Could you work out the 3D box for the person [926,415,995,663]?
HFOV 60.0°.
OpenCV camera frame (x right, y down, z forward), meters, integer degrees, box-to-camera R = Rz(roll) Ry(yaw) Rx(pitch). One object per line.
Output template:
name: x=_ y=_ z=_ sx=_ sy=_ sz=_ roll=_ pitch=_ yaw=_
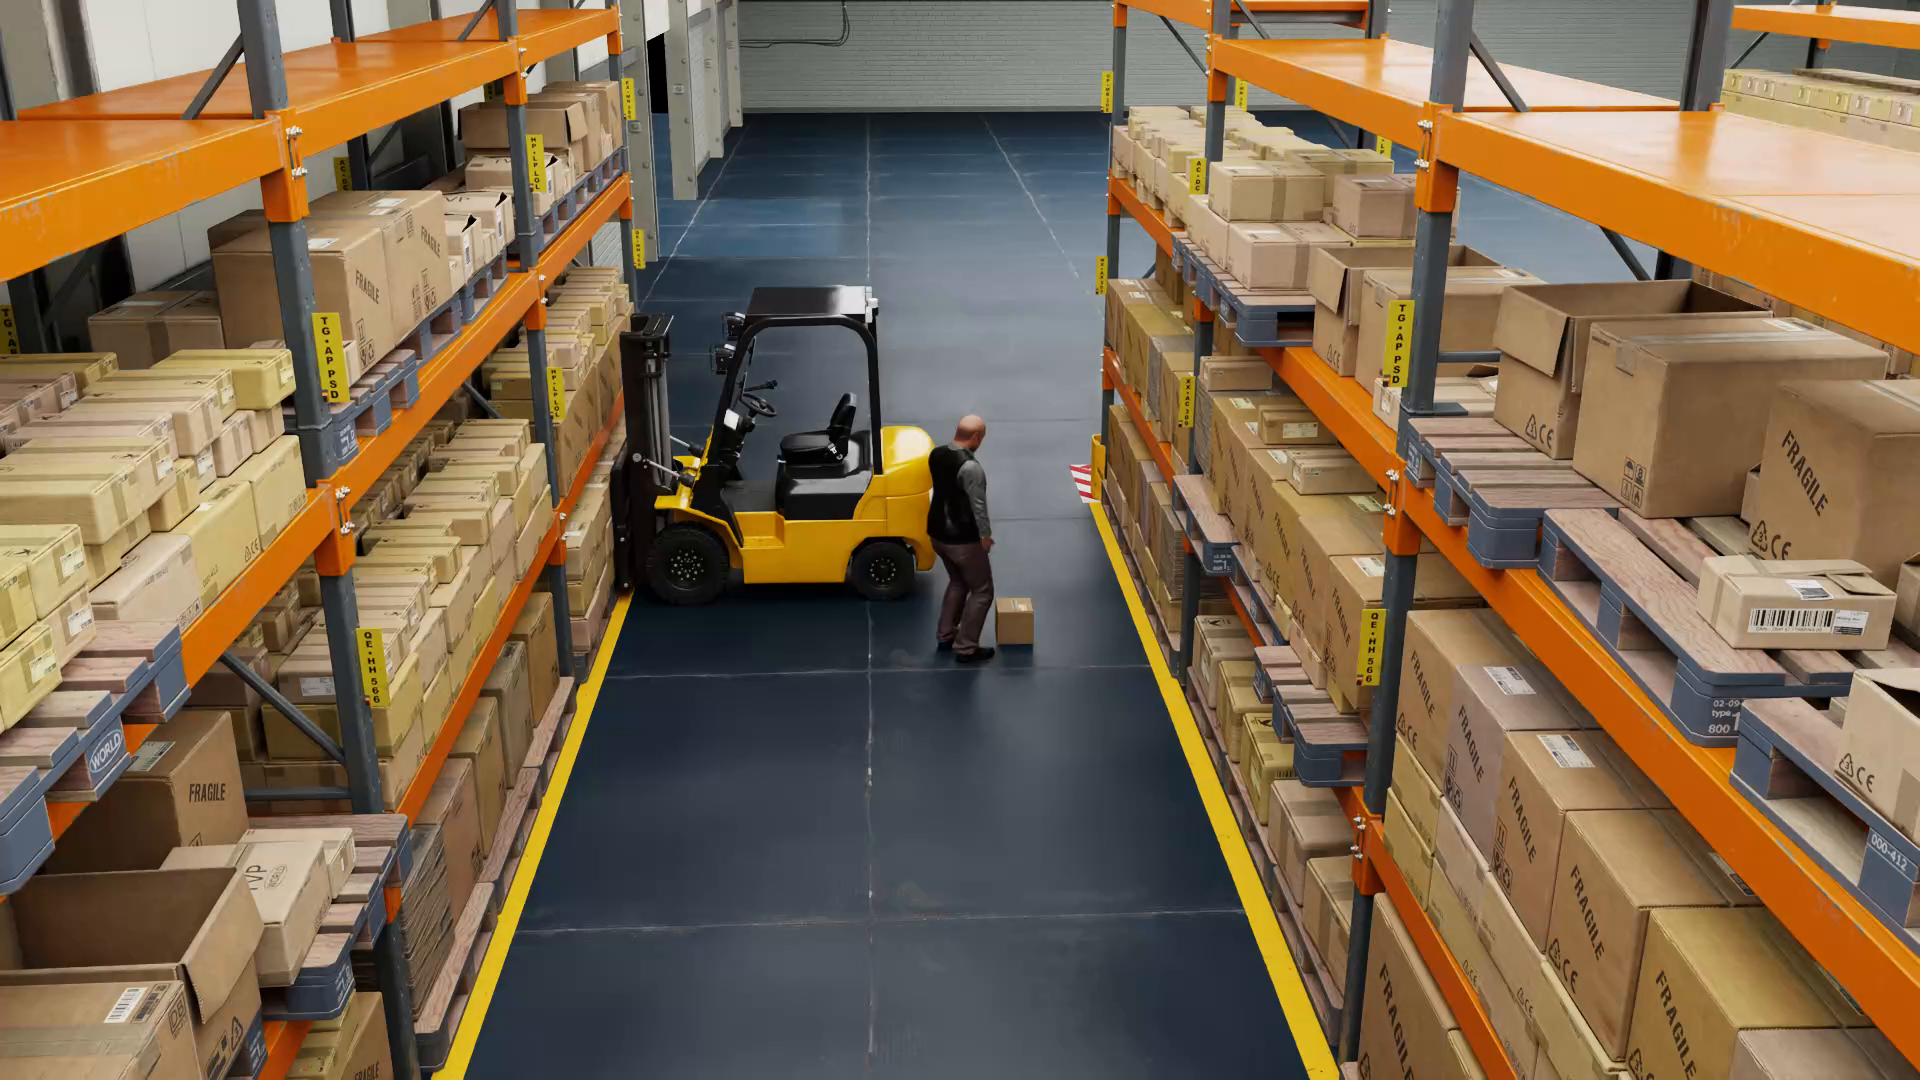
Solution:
person: x=-0.001 y=-0.019 z=11.242 sx=0.423 sy=1.678 sz=0.556 roll=-12 pitch=23 yaw=-29
